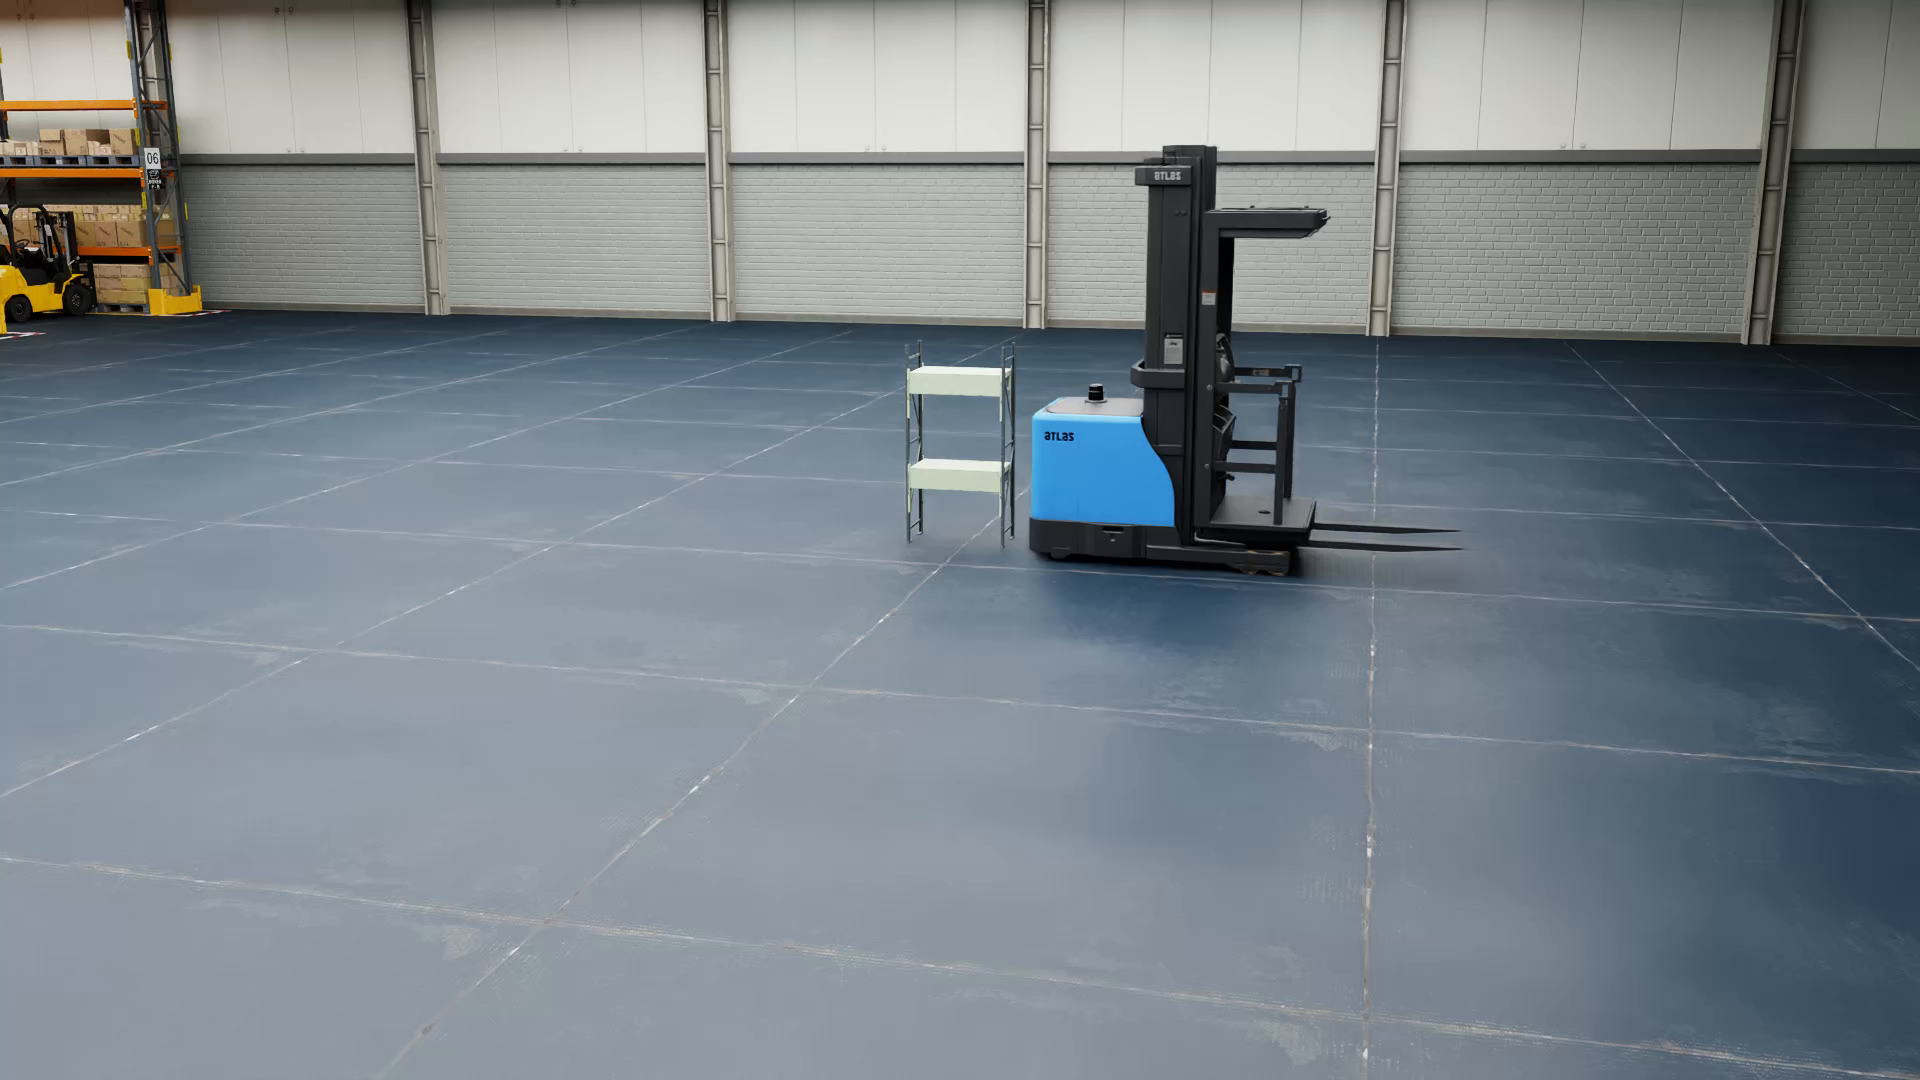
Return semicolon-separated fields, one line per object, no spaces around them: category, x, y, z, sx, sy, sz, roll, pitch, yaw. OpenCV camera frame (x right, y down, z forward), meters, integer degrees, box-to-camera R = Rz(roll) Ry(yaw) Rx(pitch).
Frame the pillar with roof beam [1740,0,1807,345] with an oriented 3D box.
pillar with roof beam;11.977;-6.698;22.148;0.400;9.000;9.100;3;13;14

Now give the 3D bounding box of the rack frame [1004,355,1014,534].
rack frame;0.362;-0.713;12.485;0.010;1.308;0.380;3;13;14

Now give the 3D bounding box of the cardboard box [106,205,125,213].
cardboard box;-16.564;-6.505;32.713;0.250;0.149;0.380;3;13;15

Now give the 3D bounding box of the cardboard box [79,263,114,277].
cardboard box;-17.169;-5.364;33.057;0.500;0.250;0.500;3;13;14

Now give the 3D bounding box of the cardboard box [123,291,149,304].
cardboard box;-16.190;-4.826;32.941;0.500;0.250;0.500;3;13;14

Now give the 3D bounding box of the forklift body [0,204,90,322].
forklift body;-17.936;-5.306;31.685;1.214;2.155;2.313;3;13;14

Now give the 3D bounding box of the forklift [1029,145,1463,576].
forklift;2.078;-1.306;11.855;3.031;2.935;1.130;3;13;14

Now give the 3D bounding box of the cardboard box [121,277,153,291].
cardboard box;-16.205;-5.072;32.894;0.500;0.250;0.500;3;13;13

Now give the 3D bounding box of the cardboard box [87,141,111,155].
cardboard box;-16.781;-7.651;32.477;0.258;0.266;0.396;3;13;14

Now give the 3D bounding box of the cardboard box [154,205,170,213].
cardboard box;-15.933;-6.579;33.046;0.250;0.149;0.380;3;13;12

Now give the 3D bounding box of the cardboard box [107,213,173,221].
cardboard box;-16.244;-6.403;32.941;0.794;0.149;0.880;3;13;12

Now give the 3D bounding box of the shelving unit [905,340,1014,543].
shelving unit;0.003;-0.732;12.571;0.748;1.500;0.431;3;13;14

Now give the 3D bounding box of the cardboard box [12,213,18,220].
cardboard box;-18.784;-6.486;33.316;0.250;0.149;0.380;3;13;13

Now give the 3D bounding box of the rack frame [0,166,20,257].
rack frame;-19.541;-6.213;33.814;0.127;3.000;1.000;3;13;14

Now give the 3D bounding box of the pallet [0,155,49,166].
pallet;-18.707;-7.596;33.324;1.213;0.211;1.003;3;13;14

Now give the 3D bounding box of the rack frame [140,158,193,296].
rack frame;-15.658;-6.006;32.879;0.127;3.000;1.000;3;13;14

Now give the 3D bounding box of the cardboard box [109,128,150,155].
cardboard box;-16.146;-7.745;32.359;0.500;0.500;0.500;3;13;15

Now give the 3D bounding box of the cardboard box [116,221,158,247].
cardboard box;-16.199;-6.025;32.734;0.500;0.500;0.500;3;13;12

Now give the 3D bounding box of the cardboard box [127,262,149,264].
cardboard box;-16.565;-5.447;33.428;0.500;0.250;0.500;3;13;14

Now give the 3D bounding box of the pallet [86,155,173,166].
pallet;-16.338;-7.469;32.753;1.213;0.211;1.003;3;13;14

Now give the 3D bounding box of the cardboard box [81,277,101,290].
cardboard box;-17.196;-5.123;33.123;0.500;0.250;0.500;3;13;12

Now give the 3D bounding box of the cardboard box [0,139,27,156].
cardboard box;-18.792;-7.794;33.017;0.500;0.311;0.500;3;13;15

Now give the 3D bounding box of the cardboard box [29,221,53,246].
cardboard box;-18.172;-6.135;33.229;0.500;0.500;0.500;3;13;13

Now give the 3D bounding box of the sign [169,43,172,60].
sign;-15.519;-9.584;32.635;0.005;0.325;0.100;3;13;14

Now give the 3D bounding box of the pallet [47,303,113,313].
pallet;-17.591;-4.739;33.607;1.213;0.211;1.003;3;13;14

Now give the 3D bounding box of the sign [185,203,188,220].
sign;-15.519;-6.584;33.301;0.005;0.325;0.100;3;13;14

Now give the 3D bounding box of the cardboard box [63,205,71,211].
cardboard box;-17.547;-6.569;33.003;0.250;0.149;0.380;3;13;14

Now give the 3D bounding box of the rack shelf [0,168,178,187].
rack shelf;-23.379;-6.942;34.623;15.904;1.578;1.077;3;13;14

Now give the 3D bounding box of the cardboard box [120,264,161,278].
cardboard box;-16.180;-5.315;32.835;0.500;0.250;0.500;4;13;15

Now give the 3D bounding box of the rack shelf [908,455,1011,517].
rack shelf;0.006;-0.414;12.640;0.720;0.370;0.431;3;13;14

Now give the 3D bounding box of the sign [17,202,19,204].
sign;-19.410;-6.792;34.238;0.005;0.325;0.100;3;13;14

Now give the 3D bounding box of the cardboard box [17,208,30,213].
cardboard box;-18.552;-6.604;33.161;0.250;0.149;0.380;3;13;15

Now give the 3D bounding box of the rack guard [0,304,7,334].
rack guard;-16.917;-3.746;28.462;0.348;0.500;1.175;3;13;14

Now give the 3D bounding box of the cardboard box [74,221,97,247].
cardboard box;-17.198;-6.080;32.984;0.500;0.500;0.500;3;13;12

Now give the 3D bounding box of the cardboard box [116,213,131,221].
cardboard box;-18.208;-5.710;30.971;3.004;0.649;4.768;3;13;14

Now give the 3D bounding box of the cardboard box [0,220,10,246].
cardboard box;-19.173;-6.184;33.452;0.500;0.500;0.500;3;13;12

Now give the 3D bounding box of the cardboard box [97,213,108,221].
cardboard box;-16.792;-6.379;32.832;0.250;0.149;0.380;3;13;13

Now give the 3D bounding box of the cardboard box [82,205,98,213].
cardboard box;-17.067;-6.524;32.798;0.250;0.149;0.380;3;13;15

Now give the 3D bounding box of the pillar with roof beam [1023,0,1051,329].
pillar with roof beam;0.326;-7.321;24.955;0.400;9.000;9.100;3;13;14

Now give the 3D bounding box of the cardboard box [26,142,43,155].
cardboard box;-18.173;-7.725;32.813;0.258;0.266;0.396;3;13;12
